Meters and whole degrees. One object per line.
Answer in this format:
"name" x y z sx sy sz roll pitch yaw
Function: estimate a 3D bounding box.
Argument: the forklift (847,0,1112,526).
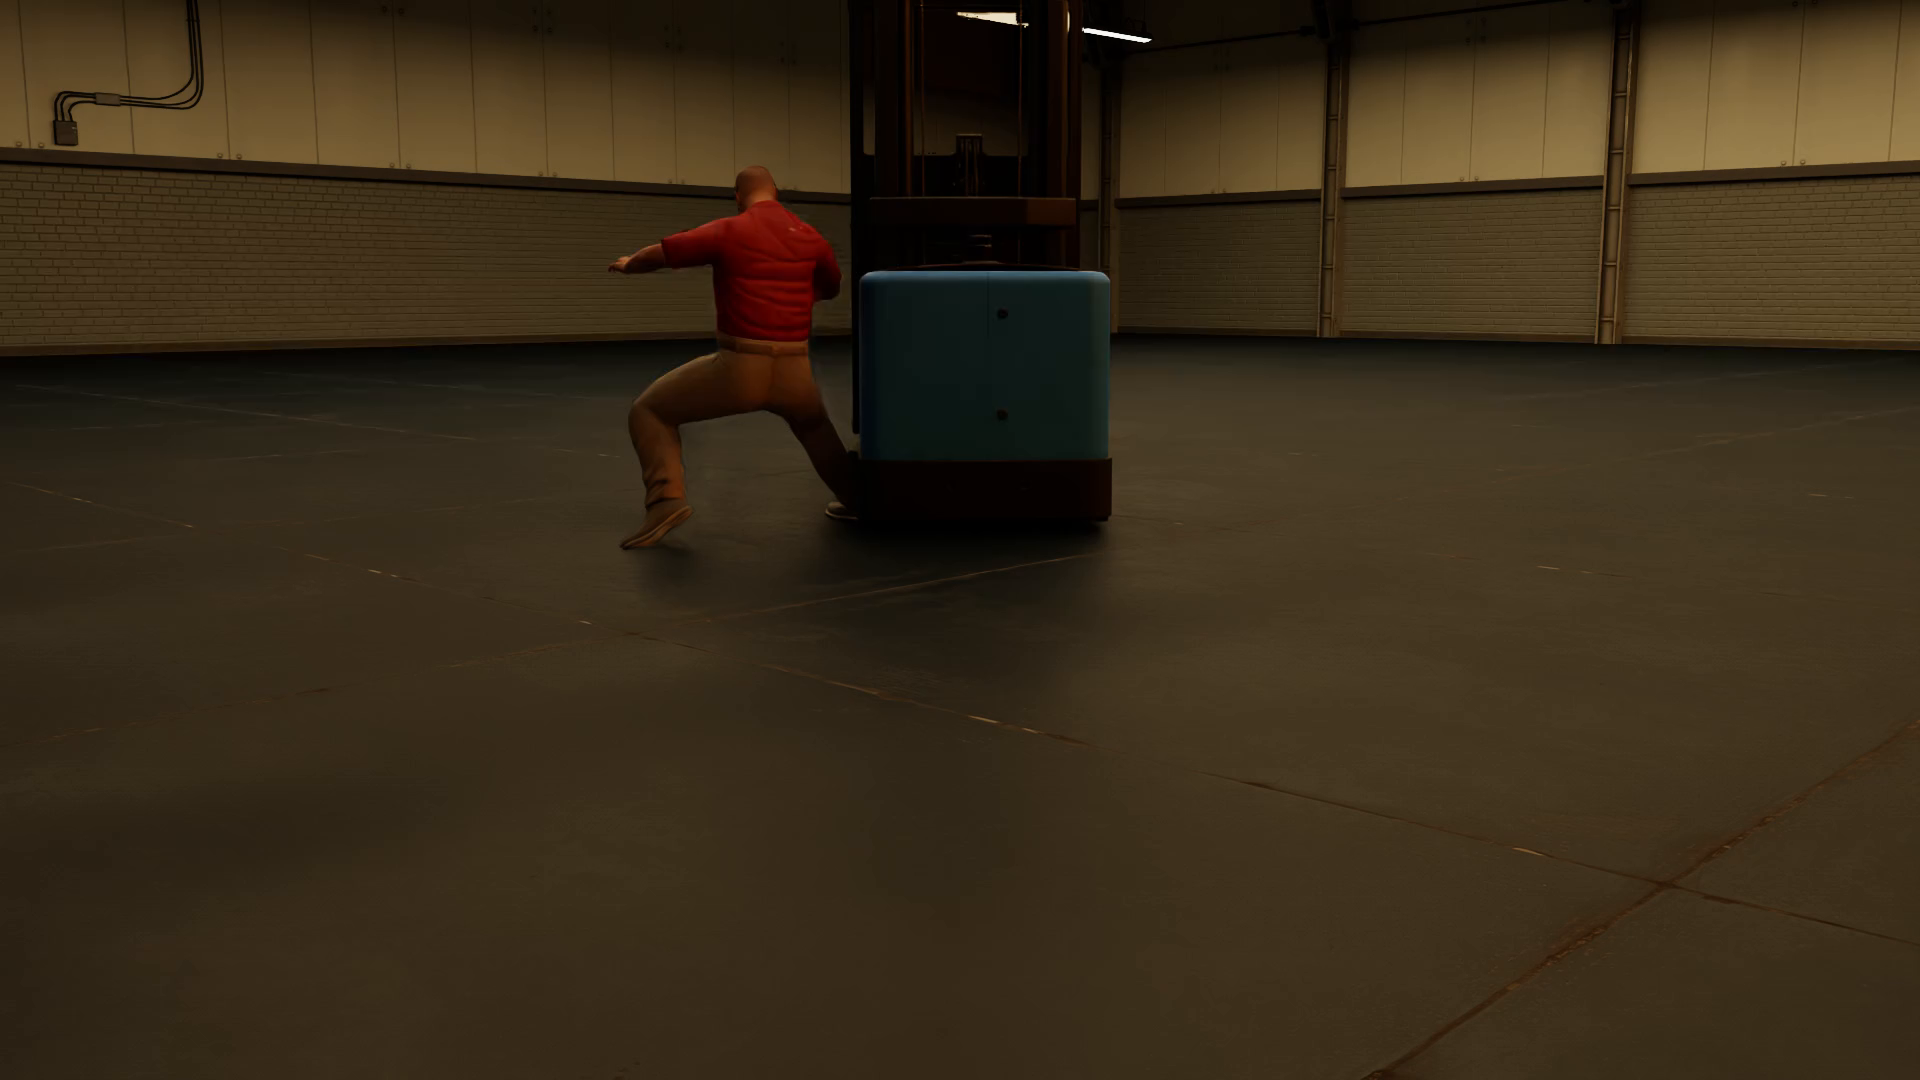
"forklift" 0.008 -1.690 8.096 1.130 2.935 3.031 -1 9 -4

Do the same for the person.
"person" -0.871 -0.746 6.797 1.167 1.532 0.673 -4 9 -24
